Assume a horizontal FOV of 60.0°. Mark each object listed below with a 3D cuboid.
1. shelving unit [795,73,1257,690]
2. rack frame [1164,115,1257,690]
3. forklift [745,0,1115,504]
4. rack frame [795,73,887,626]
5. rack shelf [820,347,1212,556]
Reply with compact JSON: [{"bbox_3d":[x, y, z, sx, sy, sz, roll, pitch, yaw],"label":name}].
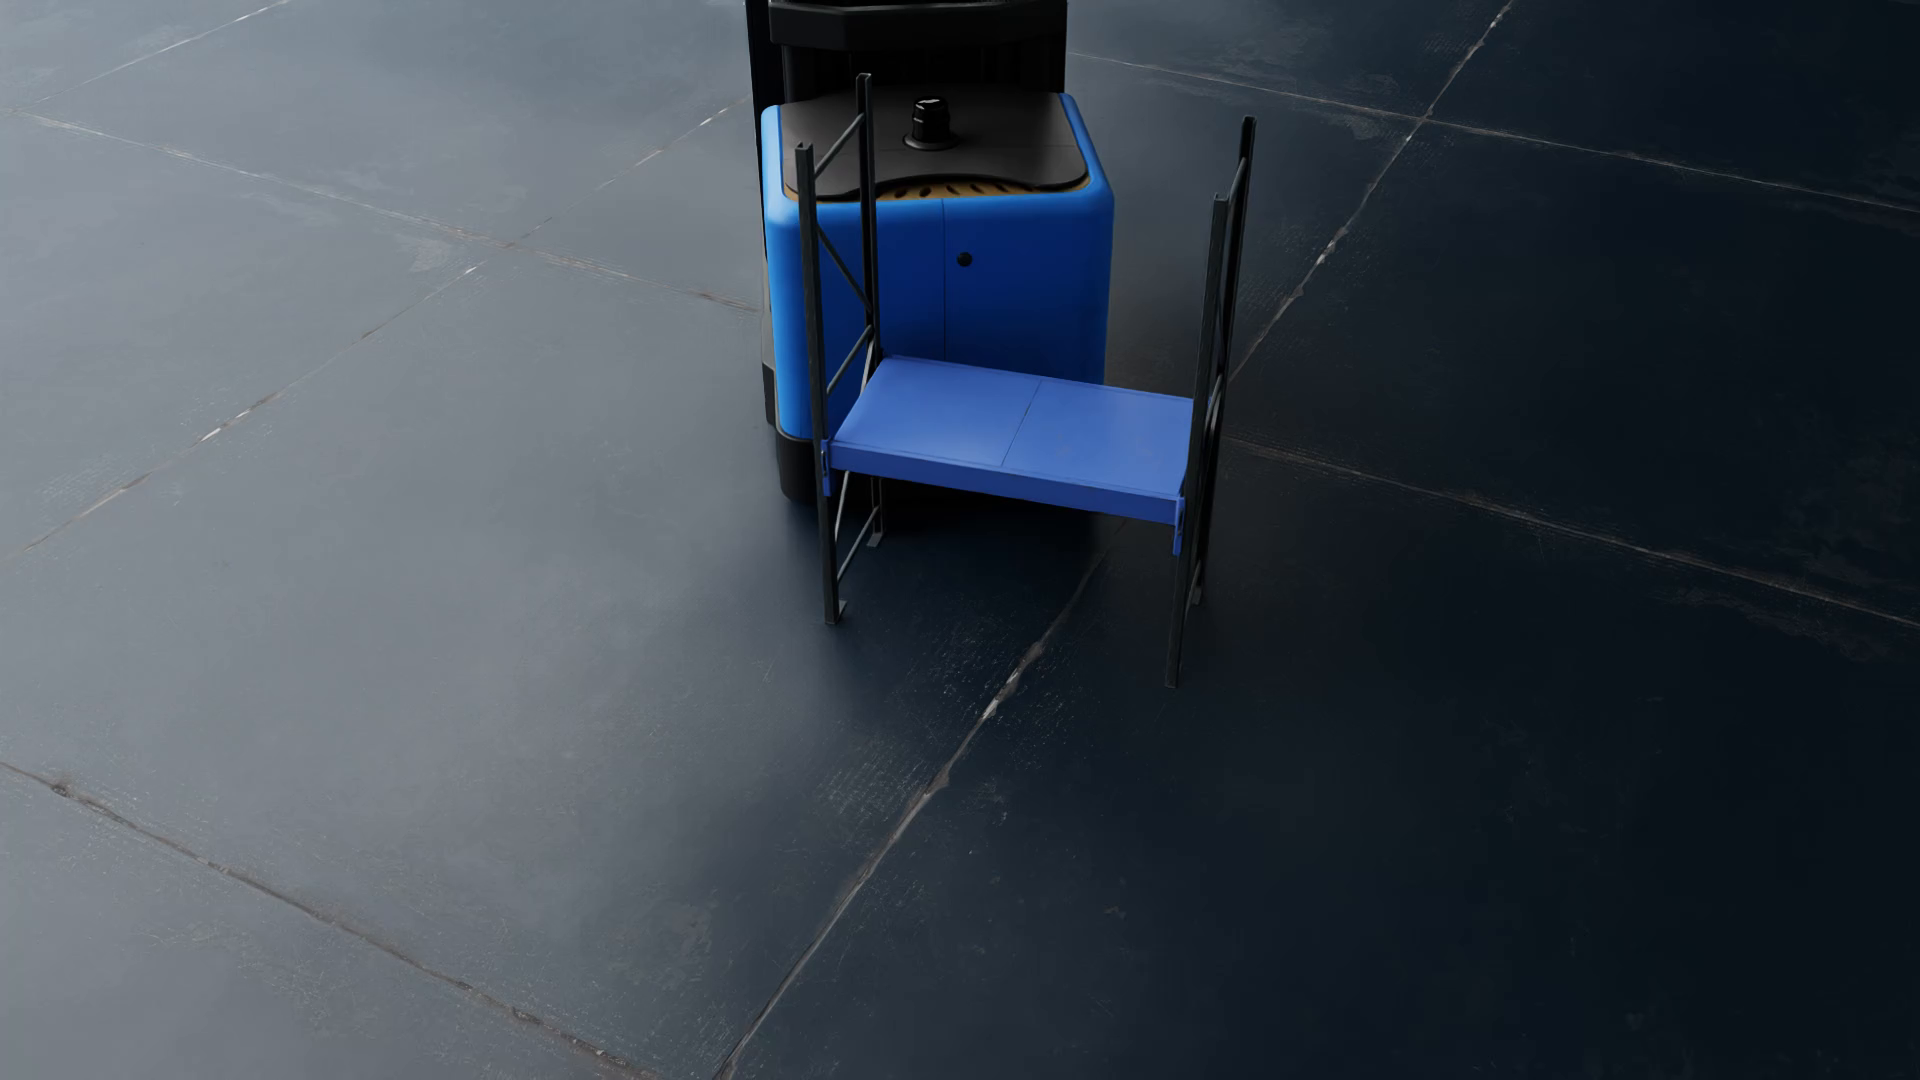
[{"bbox_3d":[0.172,-0.406,4.545,1.048,1.500,0.538,10,38,13],"label":"shelving unit"},{"bbox_3d":[0.661,-0.322,4.434,0.032,1.500,0.500,10,38,13],"label":"rack frame"},{"bbox_3d":[-0.207,-2.161,5.672,1.130,2.935,3.031,-4,37,-5],"label":"forklift"},{"bbox_3d":[-0.316,-0.491,4.656,0.032,1.500,0.500,10,38,13],"label":"rack frame"},{"bbox_3d":[0.172,-0.263,4.654,1.000,0.185,0.538,10,38,13],"label":"rack shelf"}]
